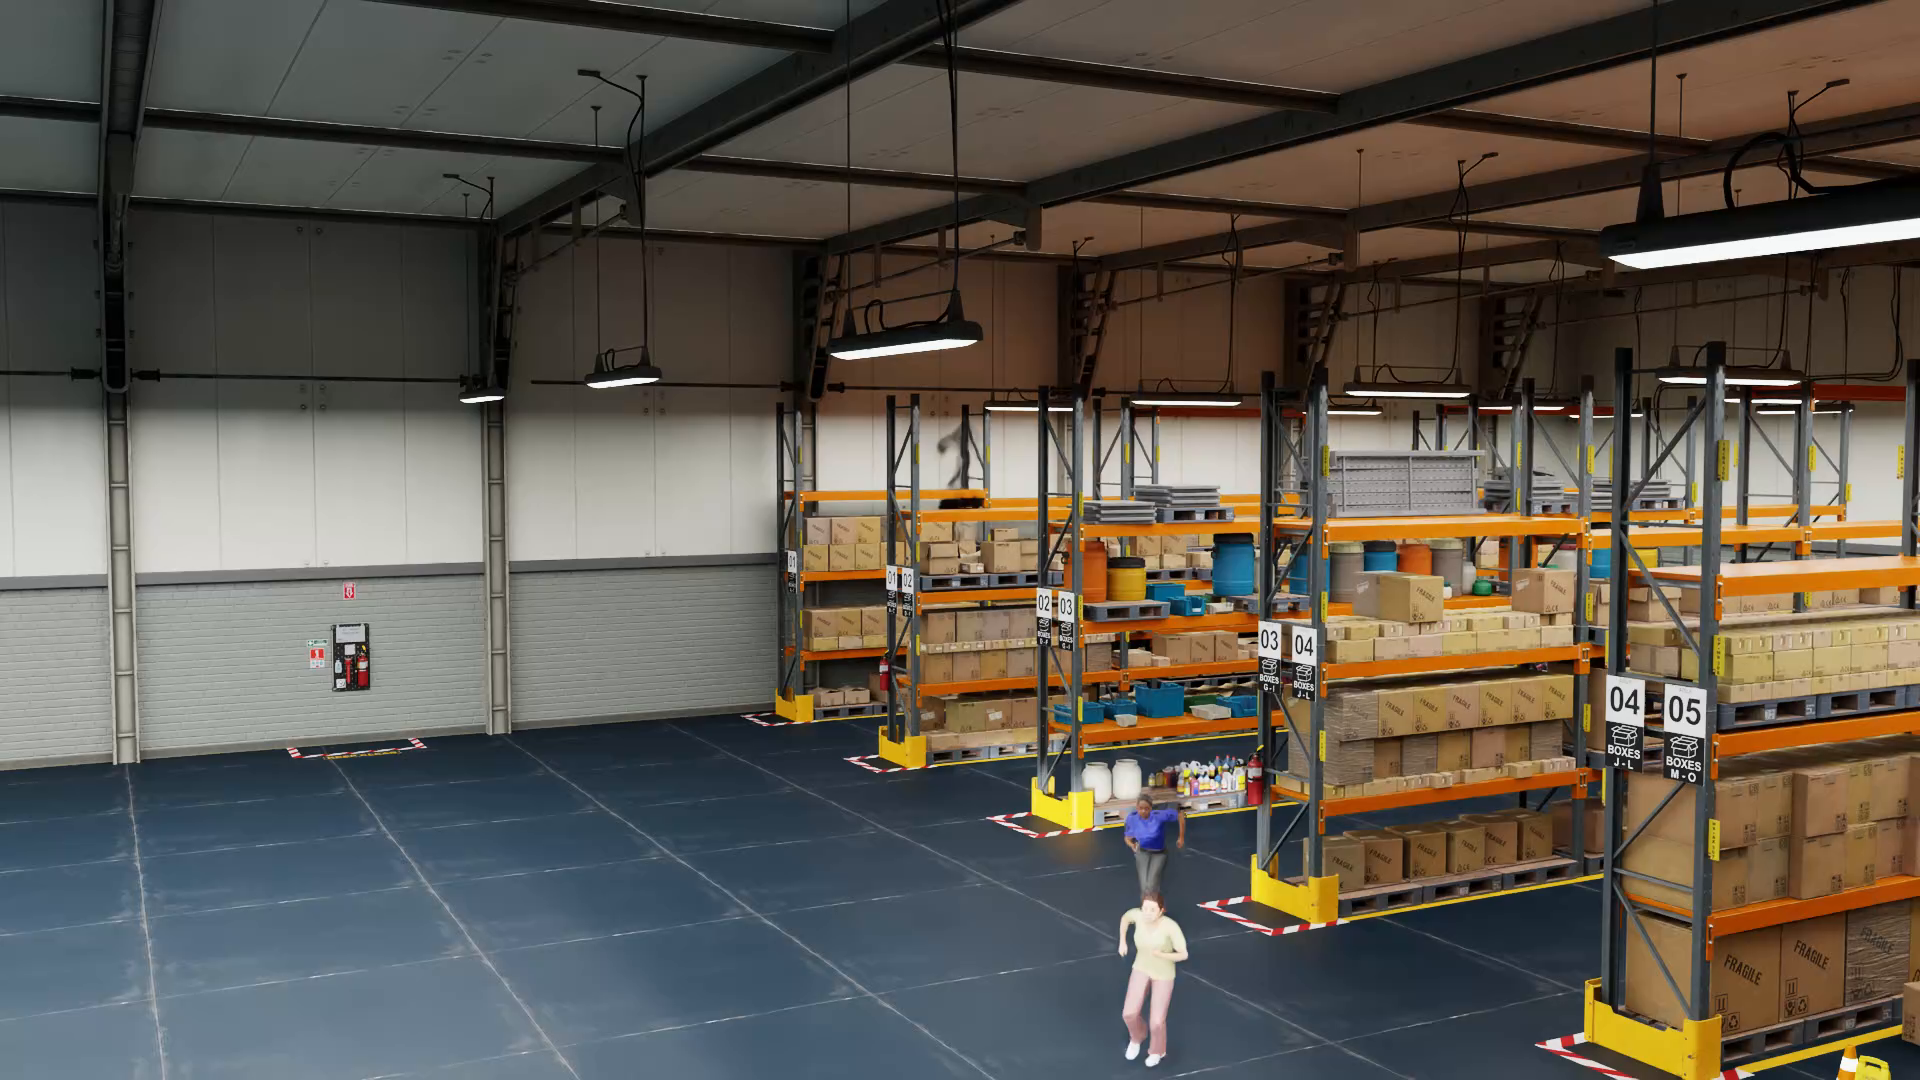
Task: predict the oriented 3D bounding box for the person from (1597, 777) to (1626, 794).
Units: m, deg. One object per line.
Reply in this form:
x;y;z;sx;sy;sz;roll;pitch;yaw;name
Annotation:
9.666;3.038;24.733;0.514;1.469;0.678;-2;4;-35;person

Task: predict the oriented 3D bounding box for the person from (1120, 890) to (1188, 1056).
1.584;3.605;13.774;0.657;1.506;0.697;1;3;19;person

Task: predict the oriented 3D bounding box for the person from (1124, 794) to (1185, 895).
2.065;3.368;17.689;0.602;1.432;0.874;1;3;21;person
